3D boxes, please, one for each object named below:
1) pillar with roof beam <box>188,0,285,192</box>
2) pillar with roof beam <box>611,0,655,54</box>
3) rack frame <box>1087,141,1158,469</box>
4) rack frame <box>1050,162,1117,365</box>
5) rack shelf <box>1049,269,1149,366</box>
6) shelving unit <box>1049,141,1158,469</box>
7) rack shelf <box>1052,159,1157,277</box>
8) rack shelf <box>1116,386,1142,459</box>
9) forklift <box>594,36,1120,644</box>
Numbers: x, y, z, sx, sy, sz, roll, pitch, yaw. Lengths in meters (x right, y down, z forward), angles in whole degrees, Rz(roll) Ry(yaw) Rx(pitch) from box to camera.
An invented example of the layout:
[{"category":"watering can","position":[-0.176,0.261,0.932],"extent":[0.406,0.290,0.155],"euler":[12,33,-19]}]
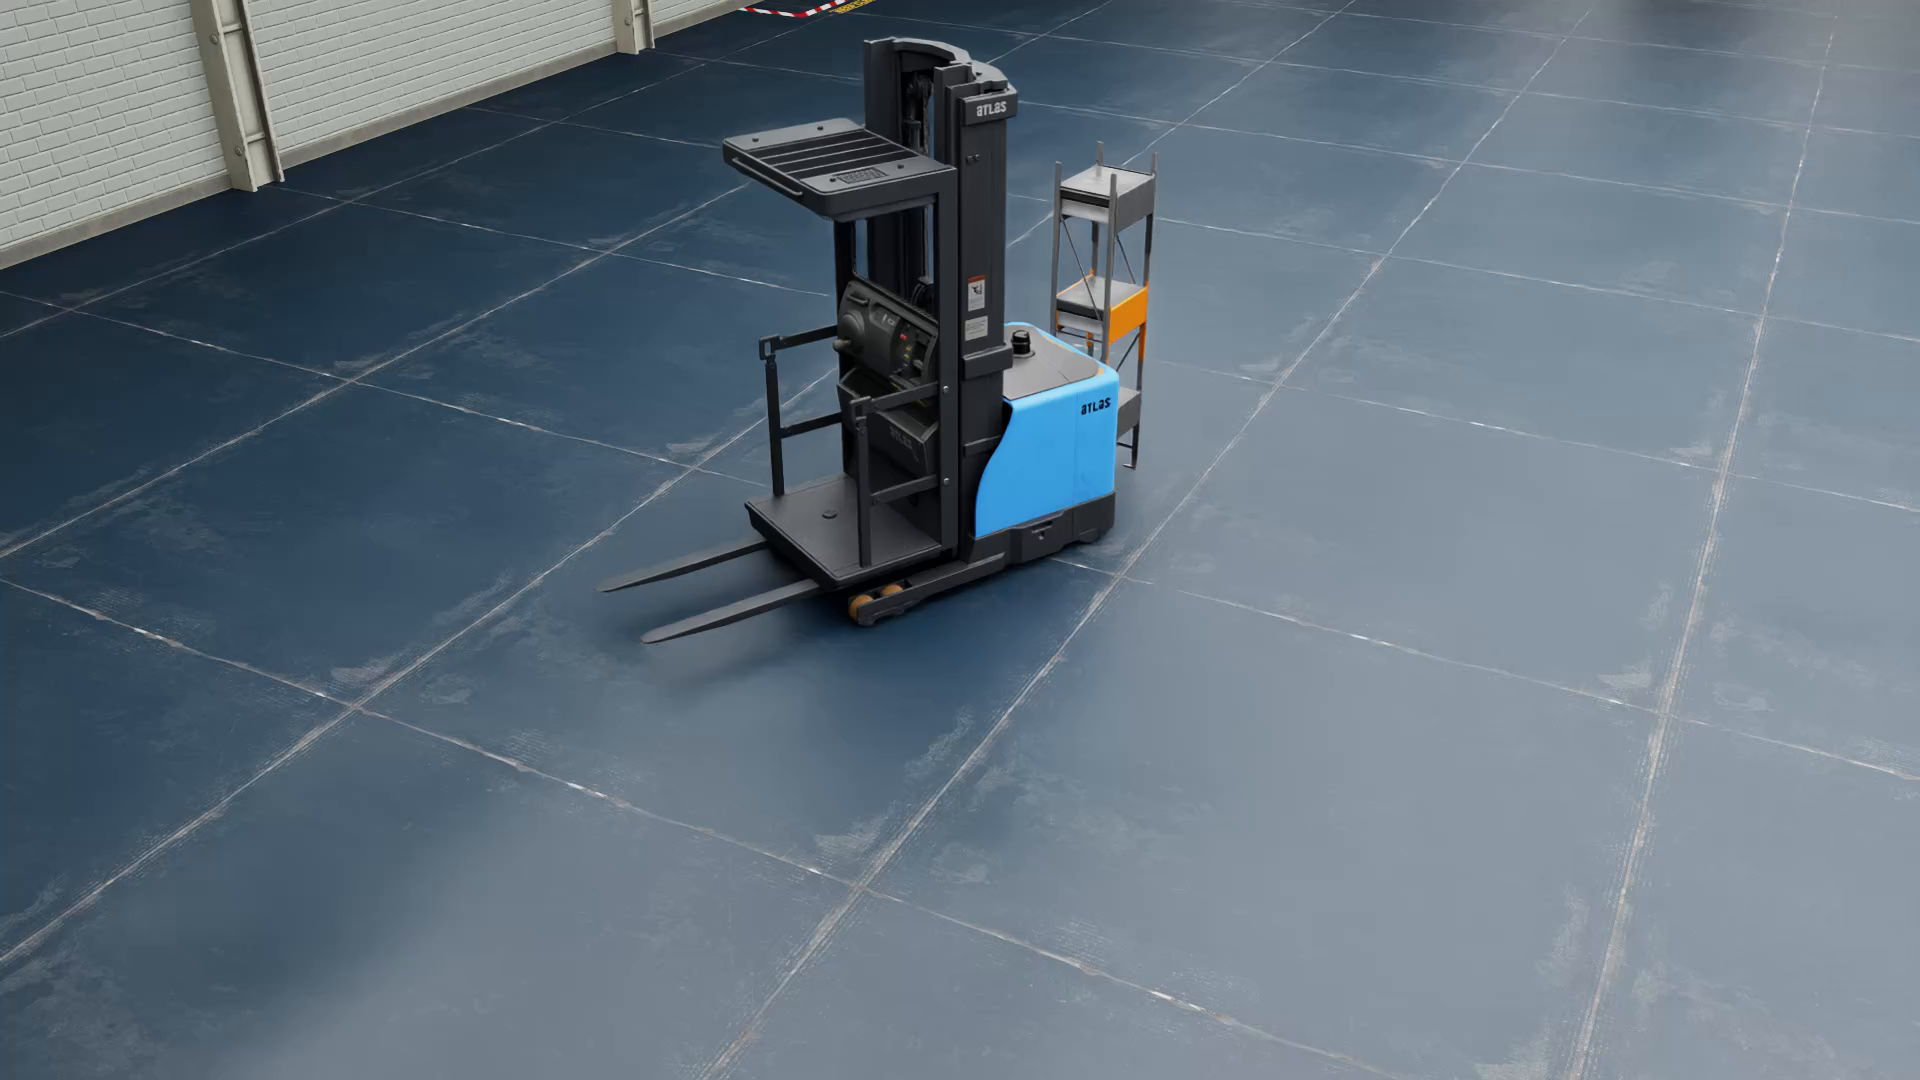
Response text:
[{"category":"pillar with roof beam","position":[-2.930,-6.355,12.071],"extent":[9.100,9.000,0.400],"euler":[14,33,23]},{"category":"pillar with roof beam","position":[-0.197,-9.015,16.703],"extent":[9.100,9.000,0.400],"euler":[14,33,23]},{"category":"rack frame","position":[0.990,-1.428,10.415],"extent":[0.400,2.100,0.015],"euler":[19,35,29]},{"category":"rack frame","position":[0.718,-1.226,10.064],"extent":[0.400,2.100,0.015],"euler":[19,35,29]},{"category":"rack shelf","position":[0.854,-1.315,10.246],"extent":[0.431,0.518,0.480],"euler":[19,35,29]},{"category":"shelving unit","position":[0.854,-1.327,10.239],"extent":[0.431,2.100,0.503],"euler":[19,35,29]},{"category":"rack shelf","position":[0.857,-1.921,9.895],"extent":[0.431,0.518,0.480],"euler":[19,35,29]},{"category":"rack shelf","position":[0.850,-0.709,10.597],"extent":[0.431,0.518,0.480],"euler":[19,35,29]},{"category":"forklift","position":[-0.572,-1.097,9.008],"extent":[3.031,2.935,1.130],"euler":[-18,35,-29]}]
